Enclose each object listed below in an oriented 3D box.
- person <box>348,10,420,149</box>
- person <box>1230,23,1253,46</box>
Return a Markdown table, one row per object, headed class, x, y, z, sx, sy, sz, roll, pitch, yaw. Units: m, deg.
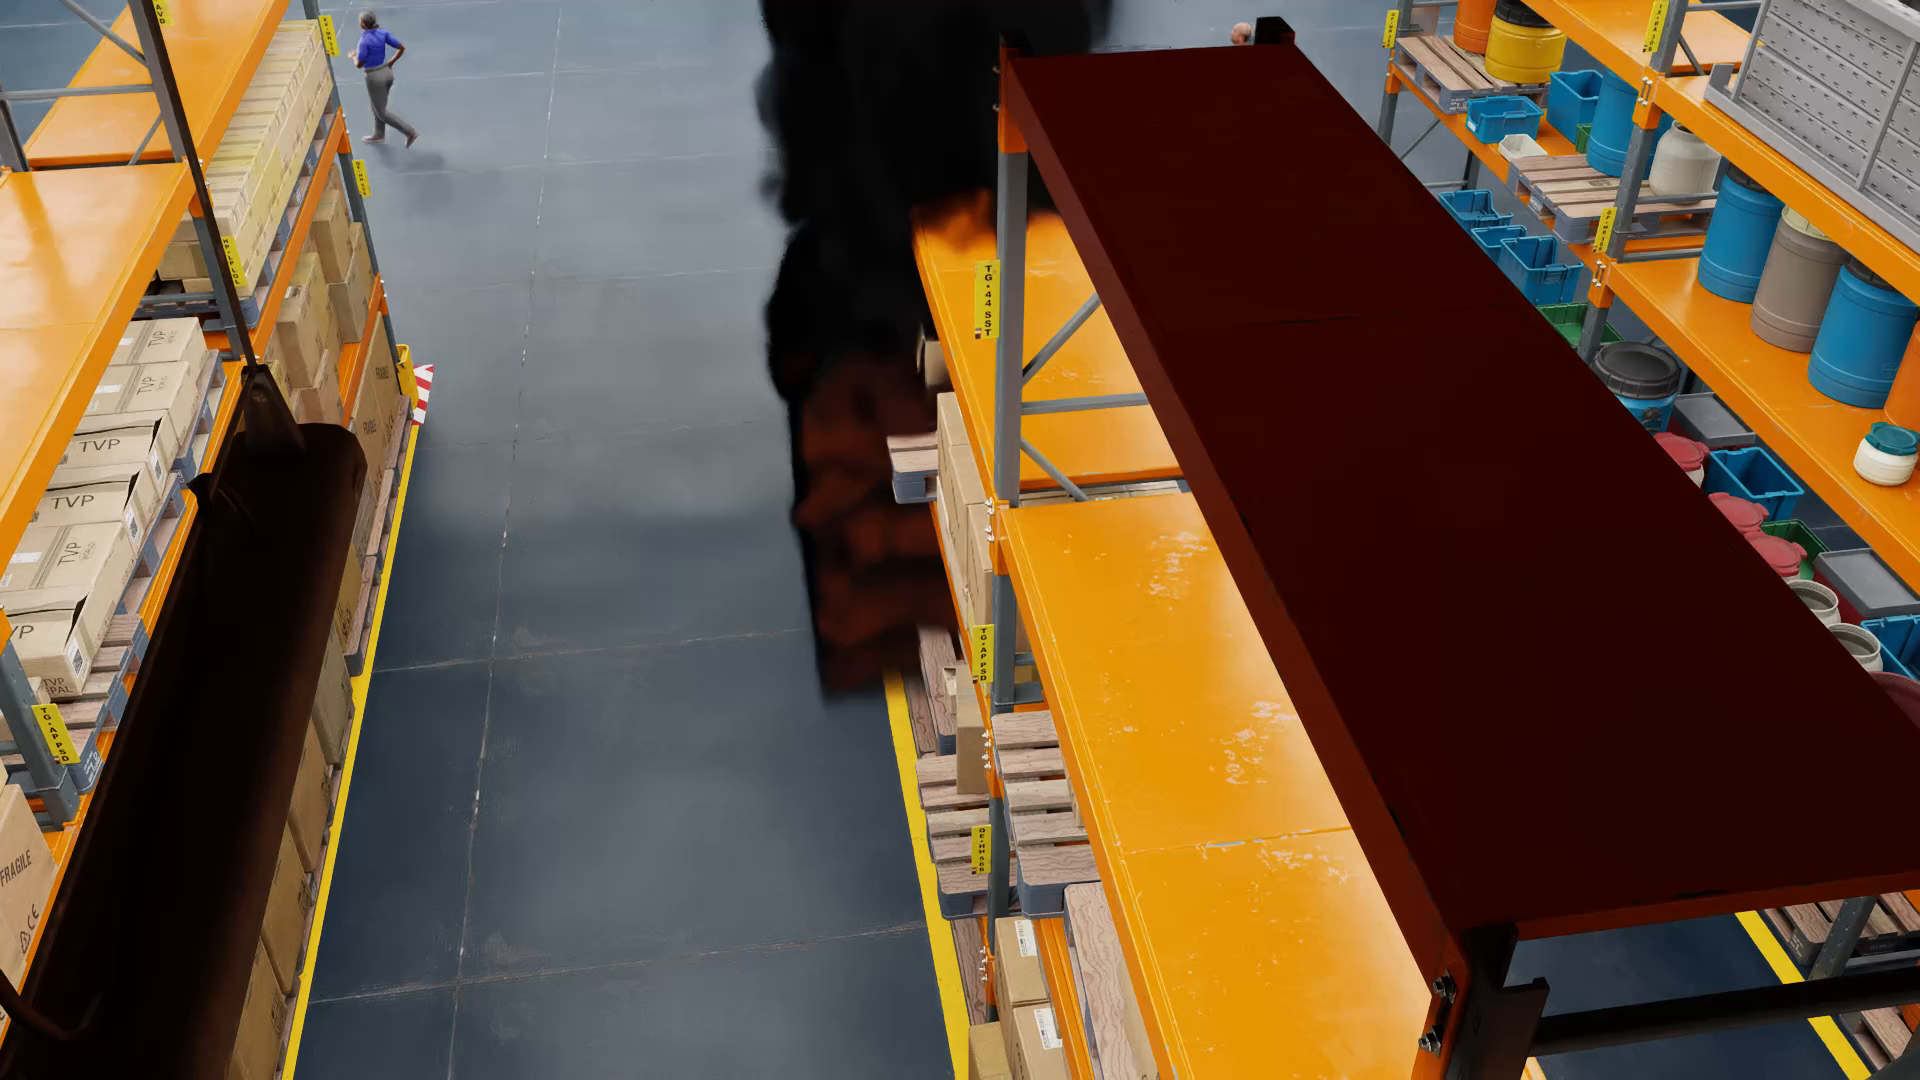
| class | x | y | z | sx | sy | sz | roll | pitch | yaw |
| --- | --- | --- | --- | --- | --- | --- | --- | --- | --- |
| person | -6.731 | -5.343 | 19.311 | 0.931 | 1.634 | 0.581 | 13 | 38 | 17 |
| person | 3.146 | -4.981 | 18.743 | 0.840 | 1.707 | 0.656 | 7 | 37 | 10 |
